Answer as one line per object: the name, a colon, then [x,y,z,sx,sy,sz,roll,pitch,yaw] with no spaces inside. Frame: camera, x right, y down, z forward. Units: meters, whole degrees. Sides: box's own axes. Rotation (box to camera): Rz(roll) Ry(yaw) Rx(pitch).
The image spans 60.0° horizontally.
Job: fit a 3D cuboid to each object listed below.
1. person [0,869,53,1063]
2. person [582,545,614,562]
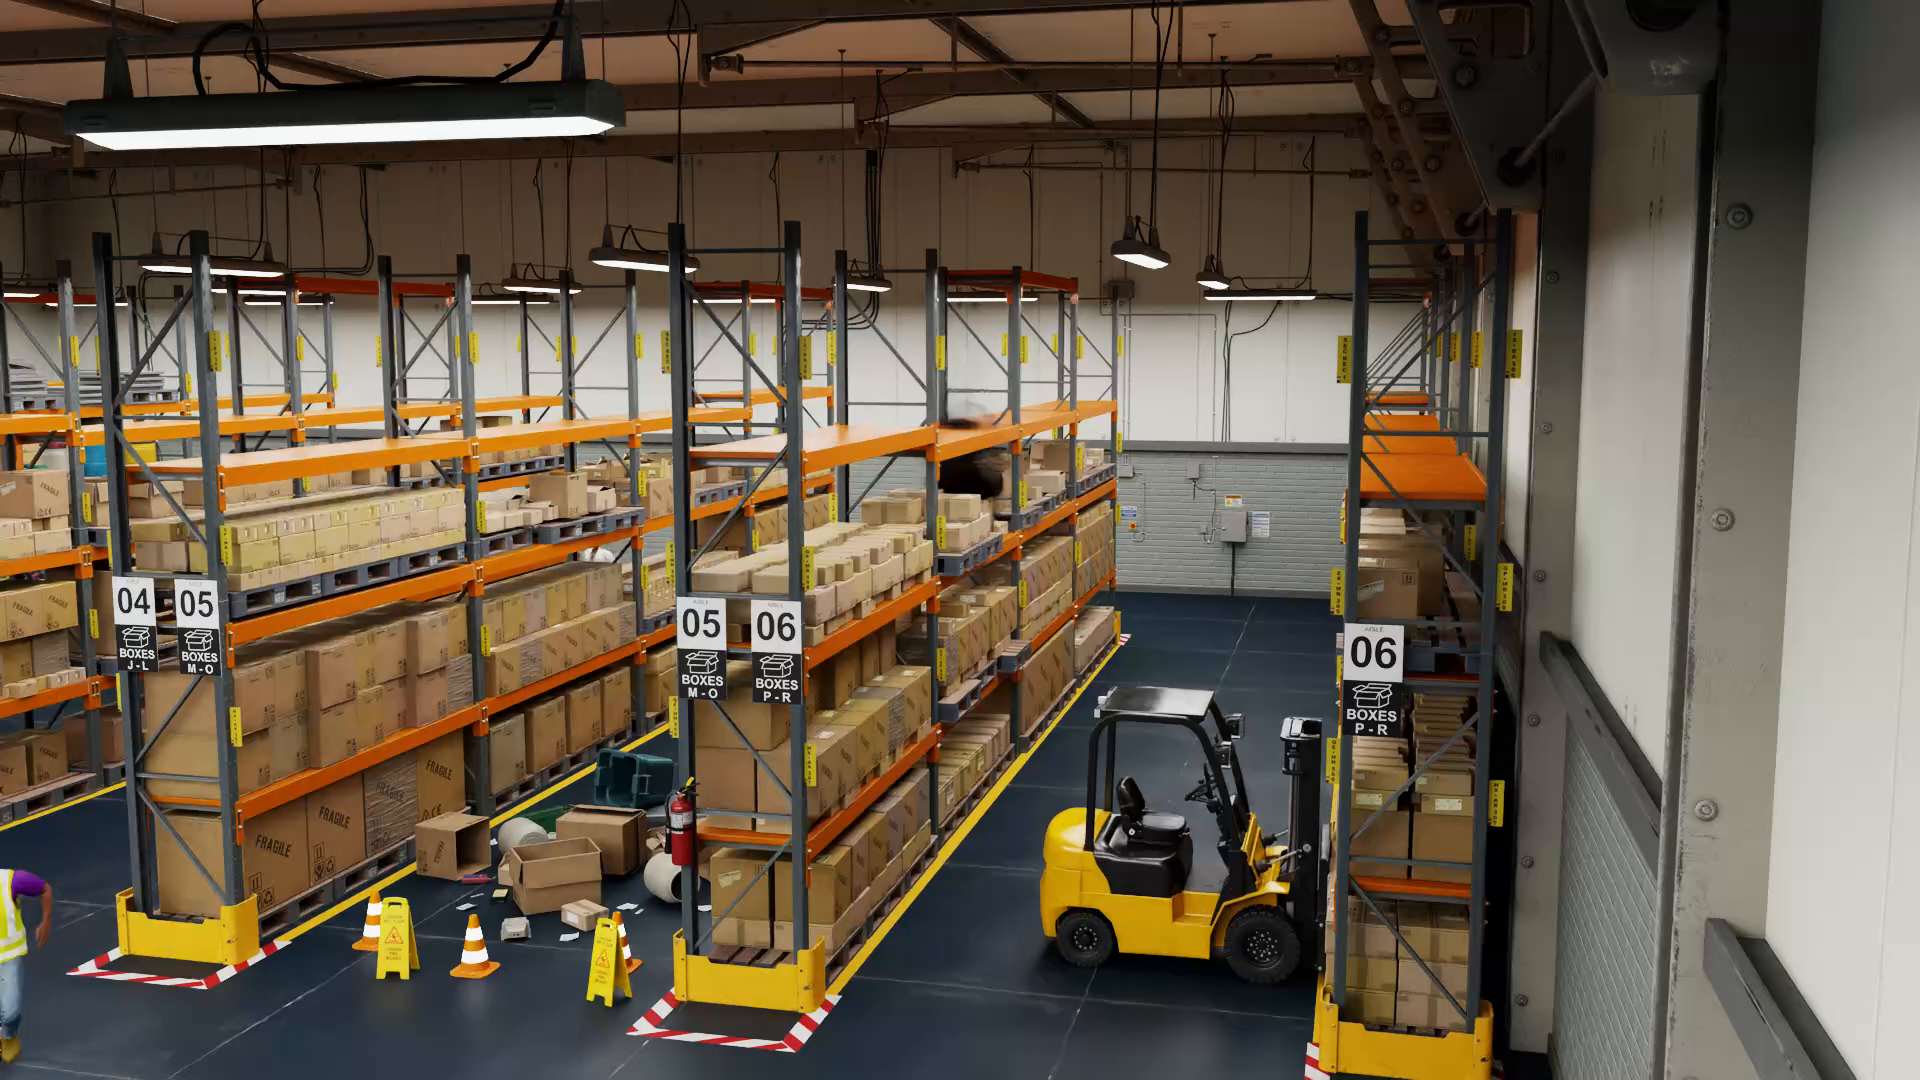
person: [-6.694,2.908,11.521,0.728,1.717,0.745,-3,8,-24]
person: [-6.216,0.806,28.526,0.717,1.803,1.000,1,7,12]
